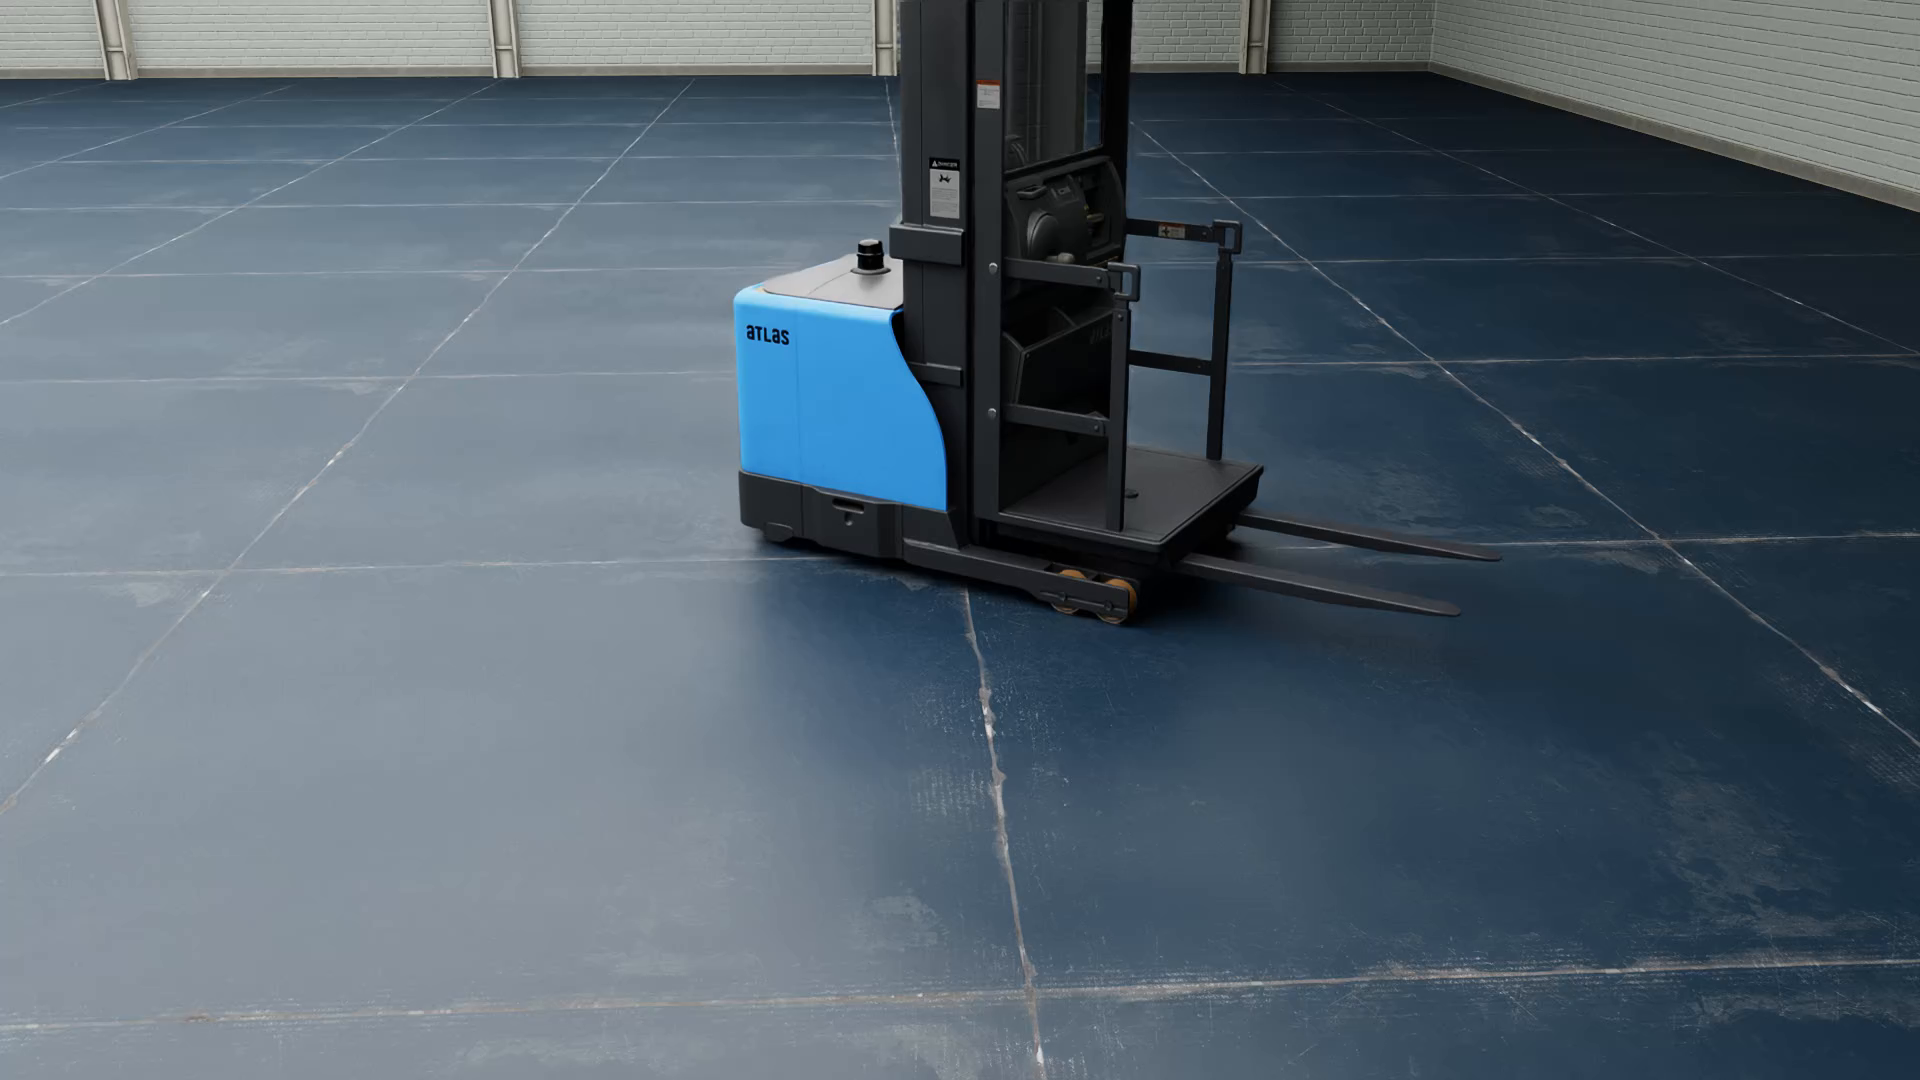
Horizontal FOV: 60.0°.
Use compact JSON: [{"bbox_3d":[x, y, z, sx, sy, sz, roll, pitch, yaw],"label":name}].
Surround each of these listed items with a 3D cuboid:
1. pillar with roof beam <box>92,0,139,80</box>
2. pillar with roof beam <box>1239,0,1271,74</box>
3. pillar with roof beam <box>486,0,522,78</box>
[{"bbox_3d":[-12.949,-9.942,20.587,0.400,9.000,9.100,-1,21,-3],"label":"pillar with roof beam"},{"bbox_3d":[5.021,-10.307,21.547,0.400,9.000,9.100,-1,21,-3],"label":"pillar with roof beam"},{"bbox_3d":[-6.959,-10.064,20.907,0.400,9.000,9.100,-1,21,-3],"label":"pillar with roof beam"}]
